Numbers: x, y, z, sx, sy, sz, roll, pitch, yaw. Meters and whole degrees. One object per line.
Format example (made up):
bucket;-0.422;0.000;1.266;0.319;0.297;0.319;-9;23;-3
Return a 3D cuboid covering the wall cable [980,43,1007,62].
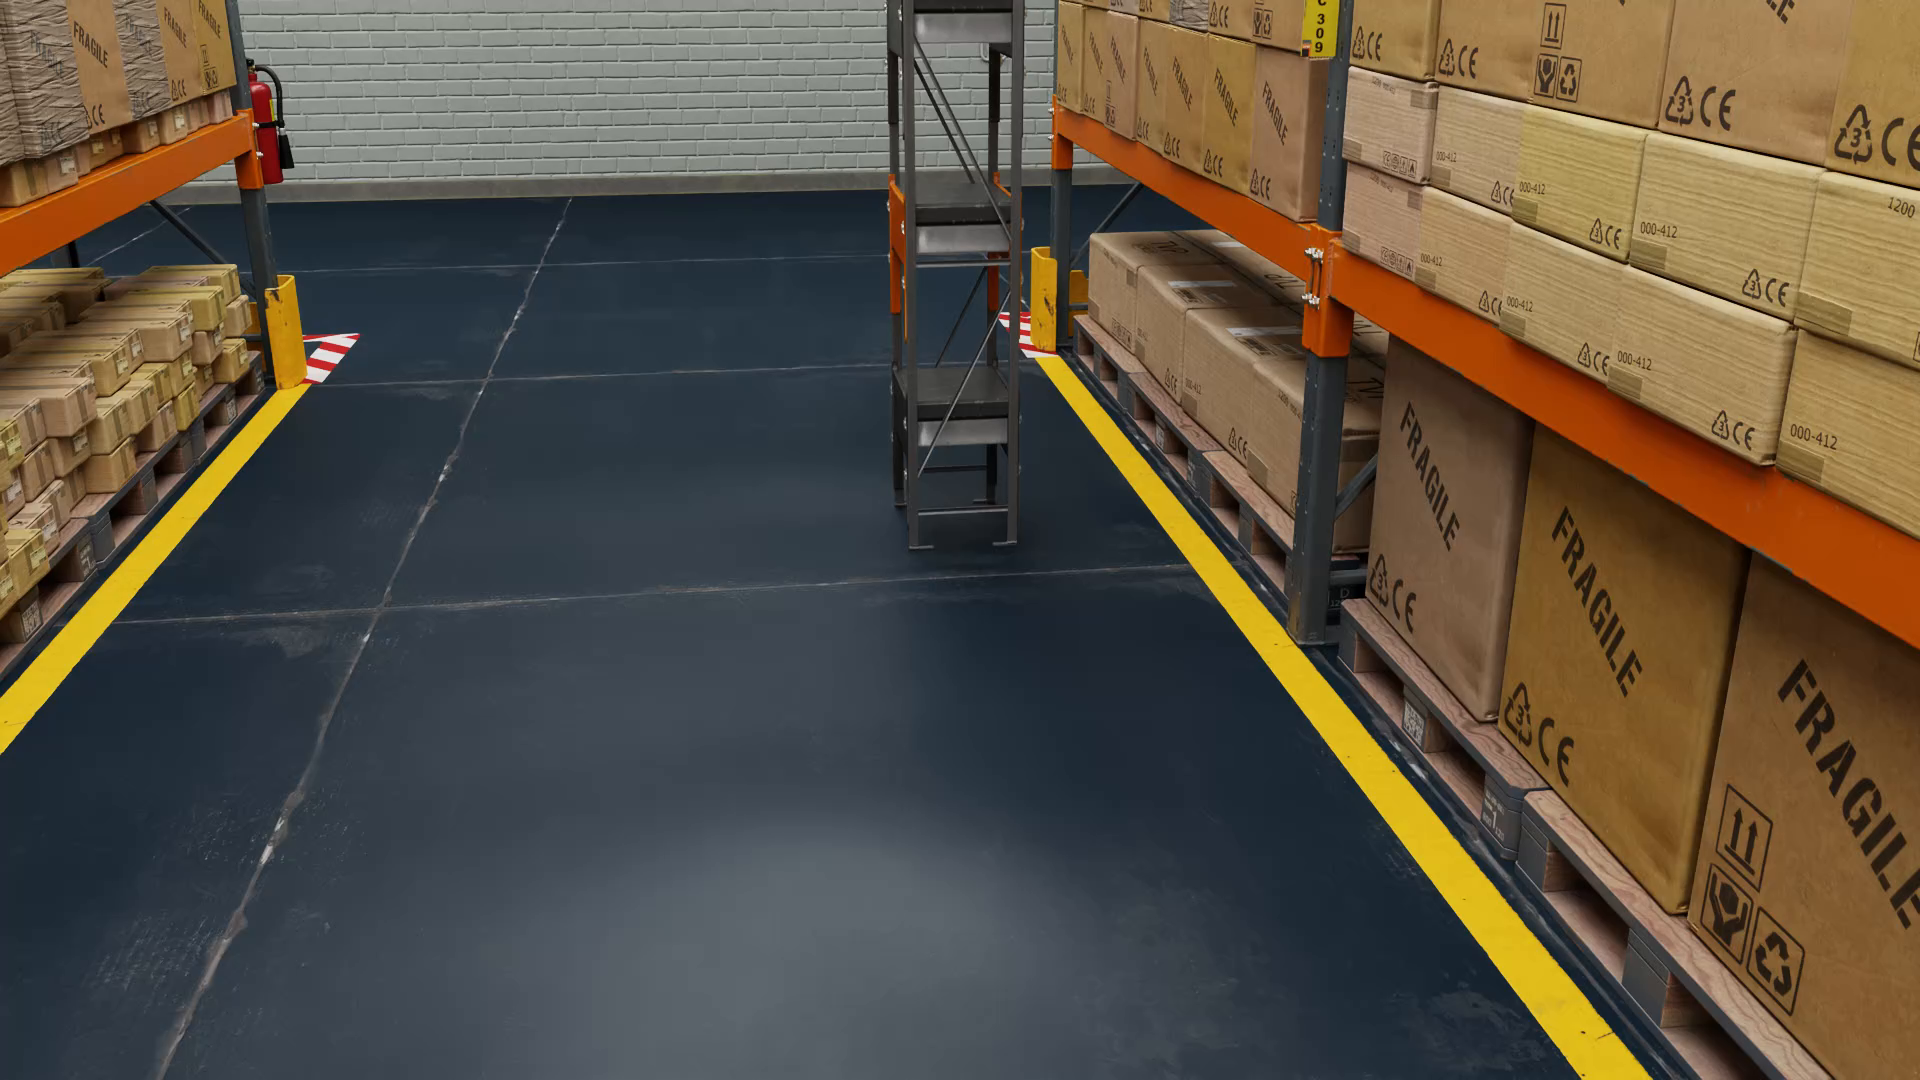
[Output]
wall cable;0.150;-4.933;13.641;0.585;1.953;0.123;-3;21;-8

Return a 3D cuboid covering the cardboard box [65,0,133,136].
cardboard box;-3.365;-1.724;5.976;0.500;0.500;0.500;-2;21;-5

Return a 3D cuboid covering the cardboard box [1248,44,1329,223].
cardboard box;1.243;-1.301;5.270;0.500;0.500;0.500;-3;21;-7

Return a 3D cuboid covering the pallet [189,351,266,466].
pallet;-3.805;-0.591;7.498;1.003;0.211;1.213;-3;21;-8

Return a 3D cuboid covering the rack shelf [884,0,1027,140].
rack shelf;-0.024;-1.684;5.762;0.431;0.518;0.480;-3;21;-8

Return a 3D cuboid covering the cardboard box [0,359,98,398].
cardboard box;-3.369;-0.547;6.017;0.380;0.149;0.250;-4;21;-10

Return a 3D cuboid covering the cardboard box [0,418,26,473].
cardboard box;-3.232;-0.275;5.290;0.380;0.149;0.250;-3;21;-9

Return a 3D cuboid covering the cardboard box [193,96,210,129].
cardboard box;-3.573;-1.903;7.383;0.380;0.149;0.250;-3;21;-8

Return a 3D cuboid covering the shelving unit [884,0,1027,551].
shelving unit;-0.024;-1.041;6.002;0.431;2.100;0.503;-3;21;-8

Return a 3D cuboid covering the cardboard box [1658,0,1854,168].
cardboard box;1.593;-0.928;2.842;0.500;0.500;0.500;-3;21;-9

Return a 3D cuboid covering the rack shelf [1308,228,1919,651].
rack shelf;1.851;-0.077;3.164;1.077;0.370;4.000;-3;21;-8

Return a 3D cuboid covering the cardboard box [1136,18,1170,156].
cardboard box;1.016;-1.835;6.698;0.500;0.500;0.500;-2;21;-6

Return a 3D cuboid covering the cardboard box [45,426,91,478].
cardboard box;-3.305;-0.320;5.835;0.380;0.149;0.250;-2;21;-5

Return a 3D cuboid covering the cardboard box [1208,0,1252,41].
cardboard box;1.156;-1.948;5.572;0.500;0.500;0.500;-3;21;-9

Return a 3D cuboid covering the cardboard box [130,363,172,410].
cardboard box;-3.357;-0.591;6.561;0.380;0.149;0.250;-2;21;-5

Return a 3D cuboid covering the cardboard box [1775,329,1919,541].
cardboard box;1.663;-0.165;2.585;0.500;0.250;0.500;-3;21;-8

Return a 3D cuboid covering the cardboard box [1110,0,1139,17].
cardboard box;0.936;-2.470;6.970;0.500;0.500;0.500;-3;21;-8

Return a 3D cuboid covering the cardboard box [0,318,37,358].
cardboard box;-3.942;-0.787;6.661;0.380;0.149;0.250;-2;21;-6

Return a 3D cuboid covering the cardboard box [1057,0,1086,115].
cardboard box;0.771;-2.358;8.099;0.500;0.500;0.500;-3;21;-8

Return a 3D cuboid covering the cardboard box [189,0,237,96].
cardboard box;-3.578;-2.251;7.387;0.500;0.500;0.500;-2;21;-7

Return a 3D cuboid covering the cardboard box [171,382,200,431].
cardboard box;-3.378;-0.547;6.868;0.380;0.149;0.250;-4;21;-10

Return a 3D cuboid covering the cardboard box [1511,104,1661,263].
cardboard box;1.496;-0.749;3.434;0.500;0.250;0.500;-3;21;-7

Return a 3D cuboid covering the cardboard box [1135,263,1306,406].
cardboard box;1.320;-0.948;7.530;0.875;0.438;0.875;-2;21;-6

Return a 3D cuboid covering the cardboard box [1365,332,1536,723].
cardboard box;1.731;-0.098;4.627;0.875;0.875;0.875;-2;21;-6

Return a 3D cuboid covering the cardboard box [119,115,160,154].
cardboard box;-3.453;-1.637;6.671;0.380;0.149;0.250;-4;21;-10

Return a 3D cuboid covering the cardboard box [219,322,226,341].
cardboard box;-3.555;-0.946;7.511;0.380;0.149;0.250;-3;21;-9

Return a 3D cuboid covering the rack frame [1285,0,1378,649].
rack frame;1.562;-1.107;4.892;1.000;3.000;0.127;-3;21;-8

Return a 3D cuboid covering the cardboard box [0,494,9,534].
cardboard box;-3.182;-0.047;5.105;0.380;0.149;0.250;-3;21;-7

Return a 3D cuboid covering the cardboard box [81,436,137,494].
cardboard box;-3.283;-0.273;6.134;0.380;0.149;0.250;-3;21;-9

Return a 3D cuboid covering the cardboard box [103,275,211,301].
cardboard box;-3.591;-1.087;7.462;0.380;0.149;0.250;-3;21;-7

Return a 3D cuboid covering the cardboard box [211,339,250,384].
cardboard box;-3.478;-0.813;7.579;0.380;0.149;0.250;-2;21;-6

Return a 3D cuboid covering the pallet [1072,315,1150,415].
pallet;1.179;-0.912;8.358;1.003;0.211;1.213;-3;21;-8

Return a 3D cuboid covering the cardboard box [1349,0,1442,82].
cardboard box;1.341;-1.455;4.253;0.500;0.500;0.500;-3;21;-7

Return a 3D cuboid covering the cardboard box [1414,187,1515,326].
cardboard box;1.441;-0.692;3.996;0.500;0.250;0.500;-3;21;-9

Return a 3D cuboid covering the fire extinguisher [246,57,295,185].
fire extinguisher;-3.478;-2.107;8.213;0.296;0.674;0.183;-3;21;-8

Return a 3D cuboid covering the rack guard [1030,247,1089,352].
rack guard;0.982;-1.329;9.060;1.175;0.500;0.348;-3;21;-8

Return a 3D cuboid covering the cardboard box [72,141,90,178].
cardboard box;-3.361;-1.363;5.938;0.380;0.149;0.250;-2;21;-6

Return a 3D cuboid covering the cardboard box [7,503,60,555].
cardboard box;-3.182;-0.001;5.407;0.380;0.149;0.250;-3;21;-8

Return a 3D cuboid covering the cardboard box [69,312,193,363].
cardboard box;-3.360;-0.820;6.749;0.380;0.149;0.250;-2;21;-6

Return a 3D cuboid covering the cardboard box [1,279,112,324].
cardboard box;-4.000;-1.059;7.389;0.380;0.149;0.250;-3;21;-7
